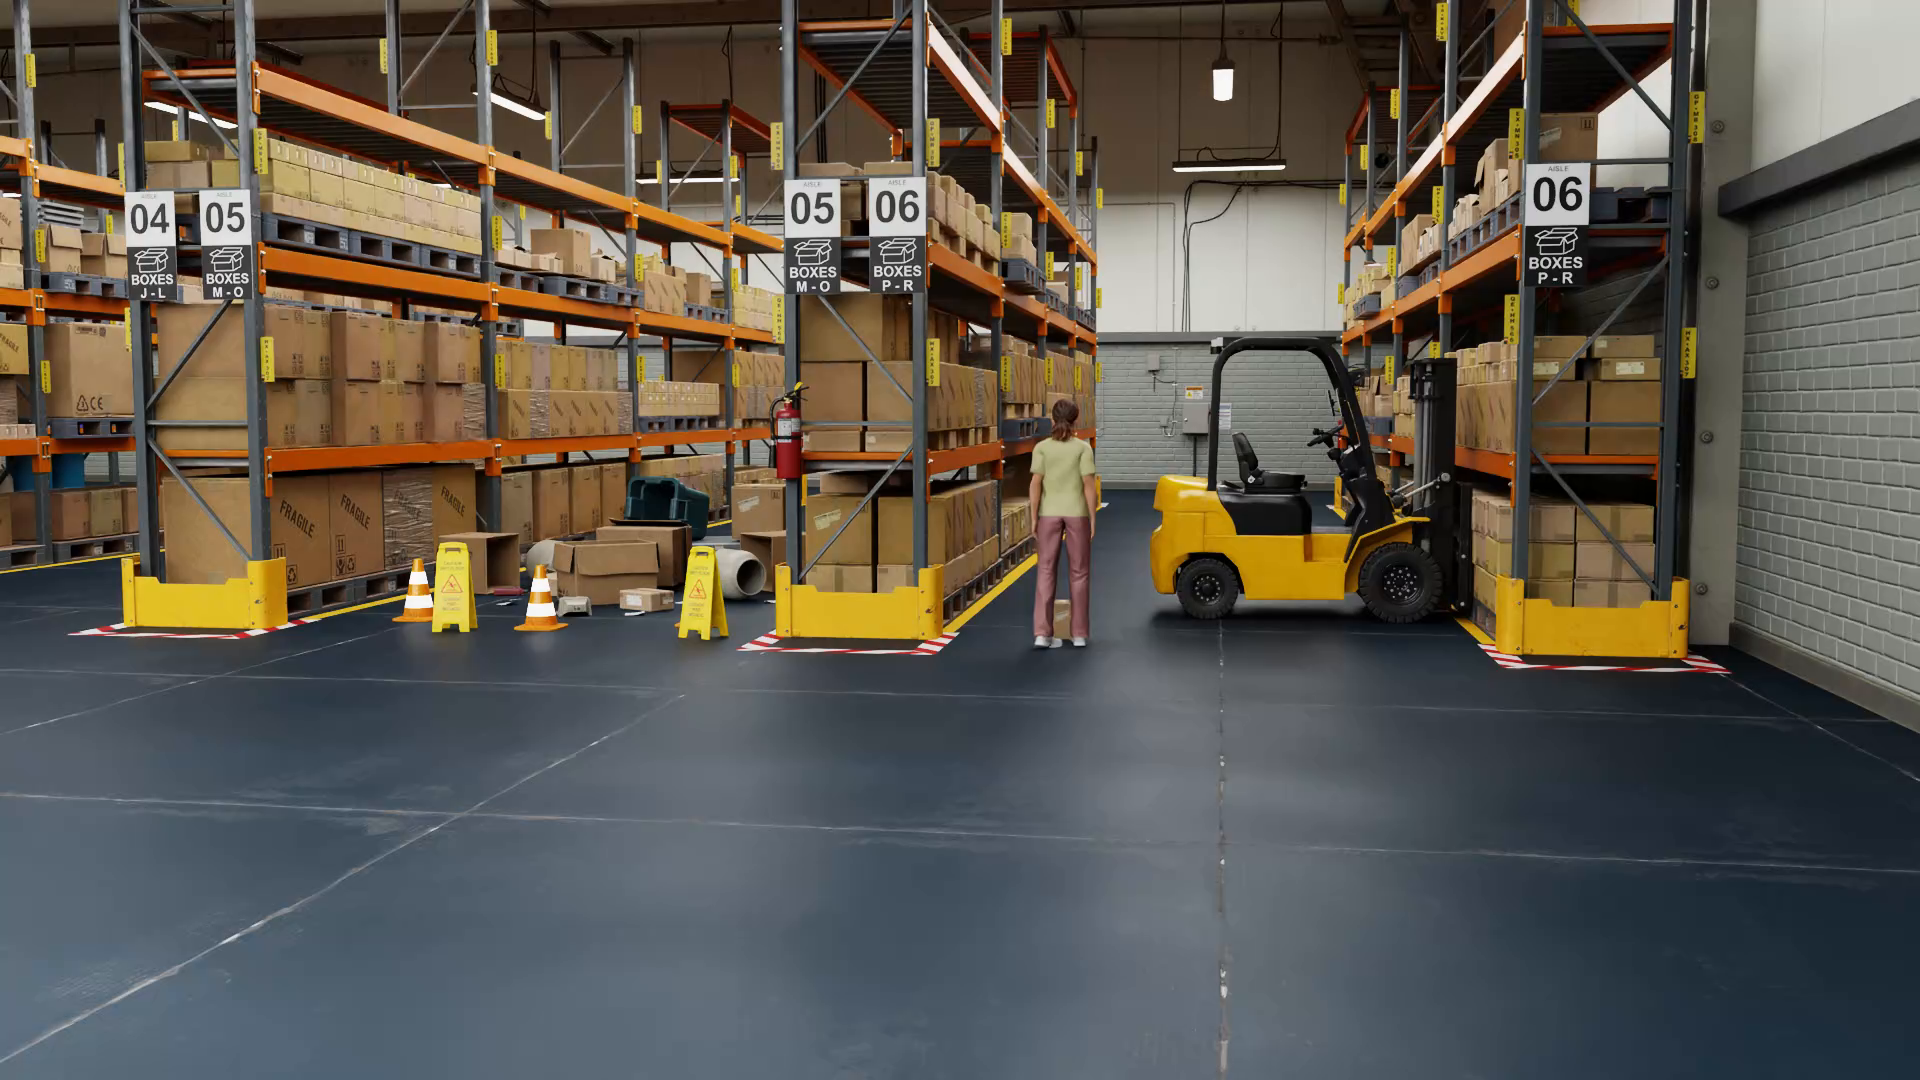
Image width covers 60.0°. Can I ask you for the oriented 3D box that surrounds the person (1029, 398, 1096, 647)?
[{"bbox_3d":[0.701,-0.110,11.269,0.451,1.695,0.430,1,5,8],"label":"person"}]
